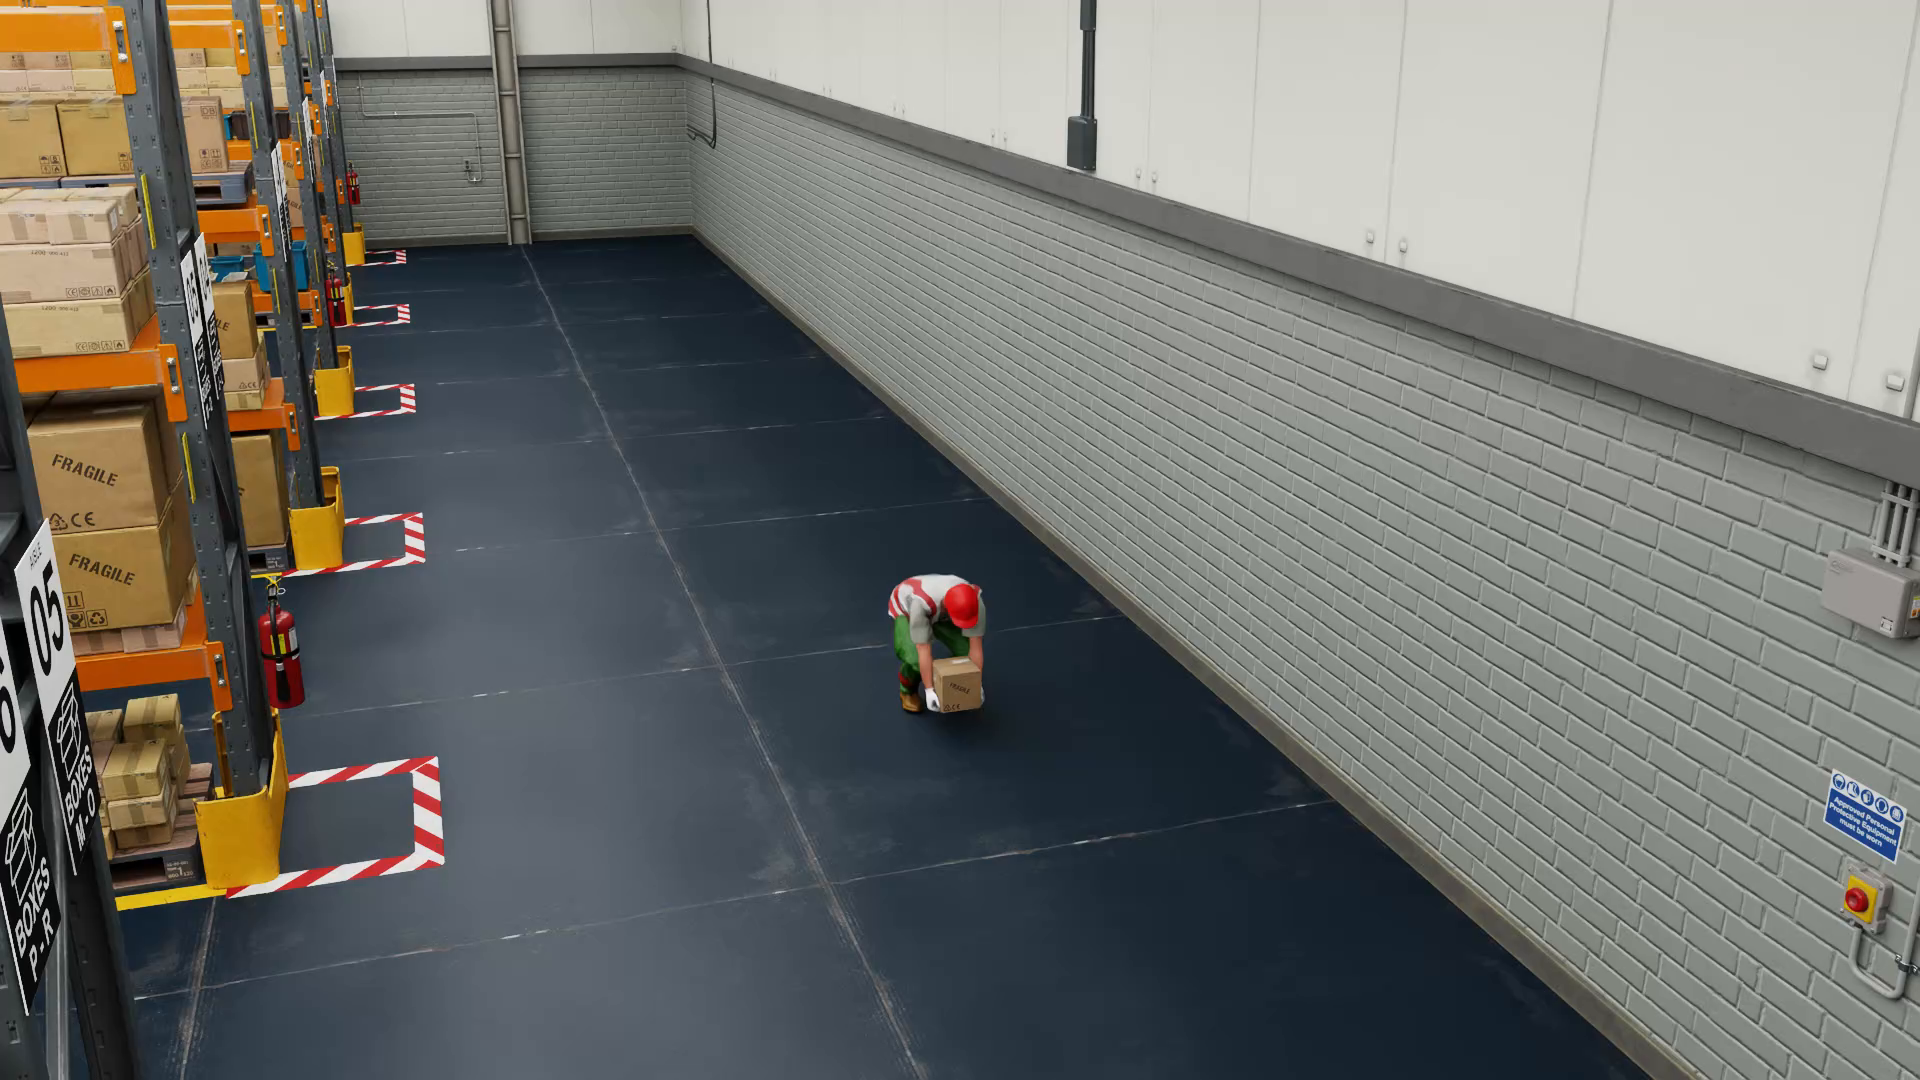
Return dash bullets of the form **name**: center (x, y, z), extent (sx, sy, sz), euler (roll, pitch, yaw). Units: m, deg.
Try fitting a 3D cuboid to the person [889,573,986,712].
- **person**: center (-0.138, 0.628, 10.442), extent (0.533, 0.988, 0.920), euler (-7, 20, -19)
